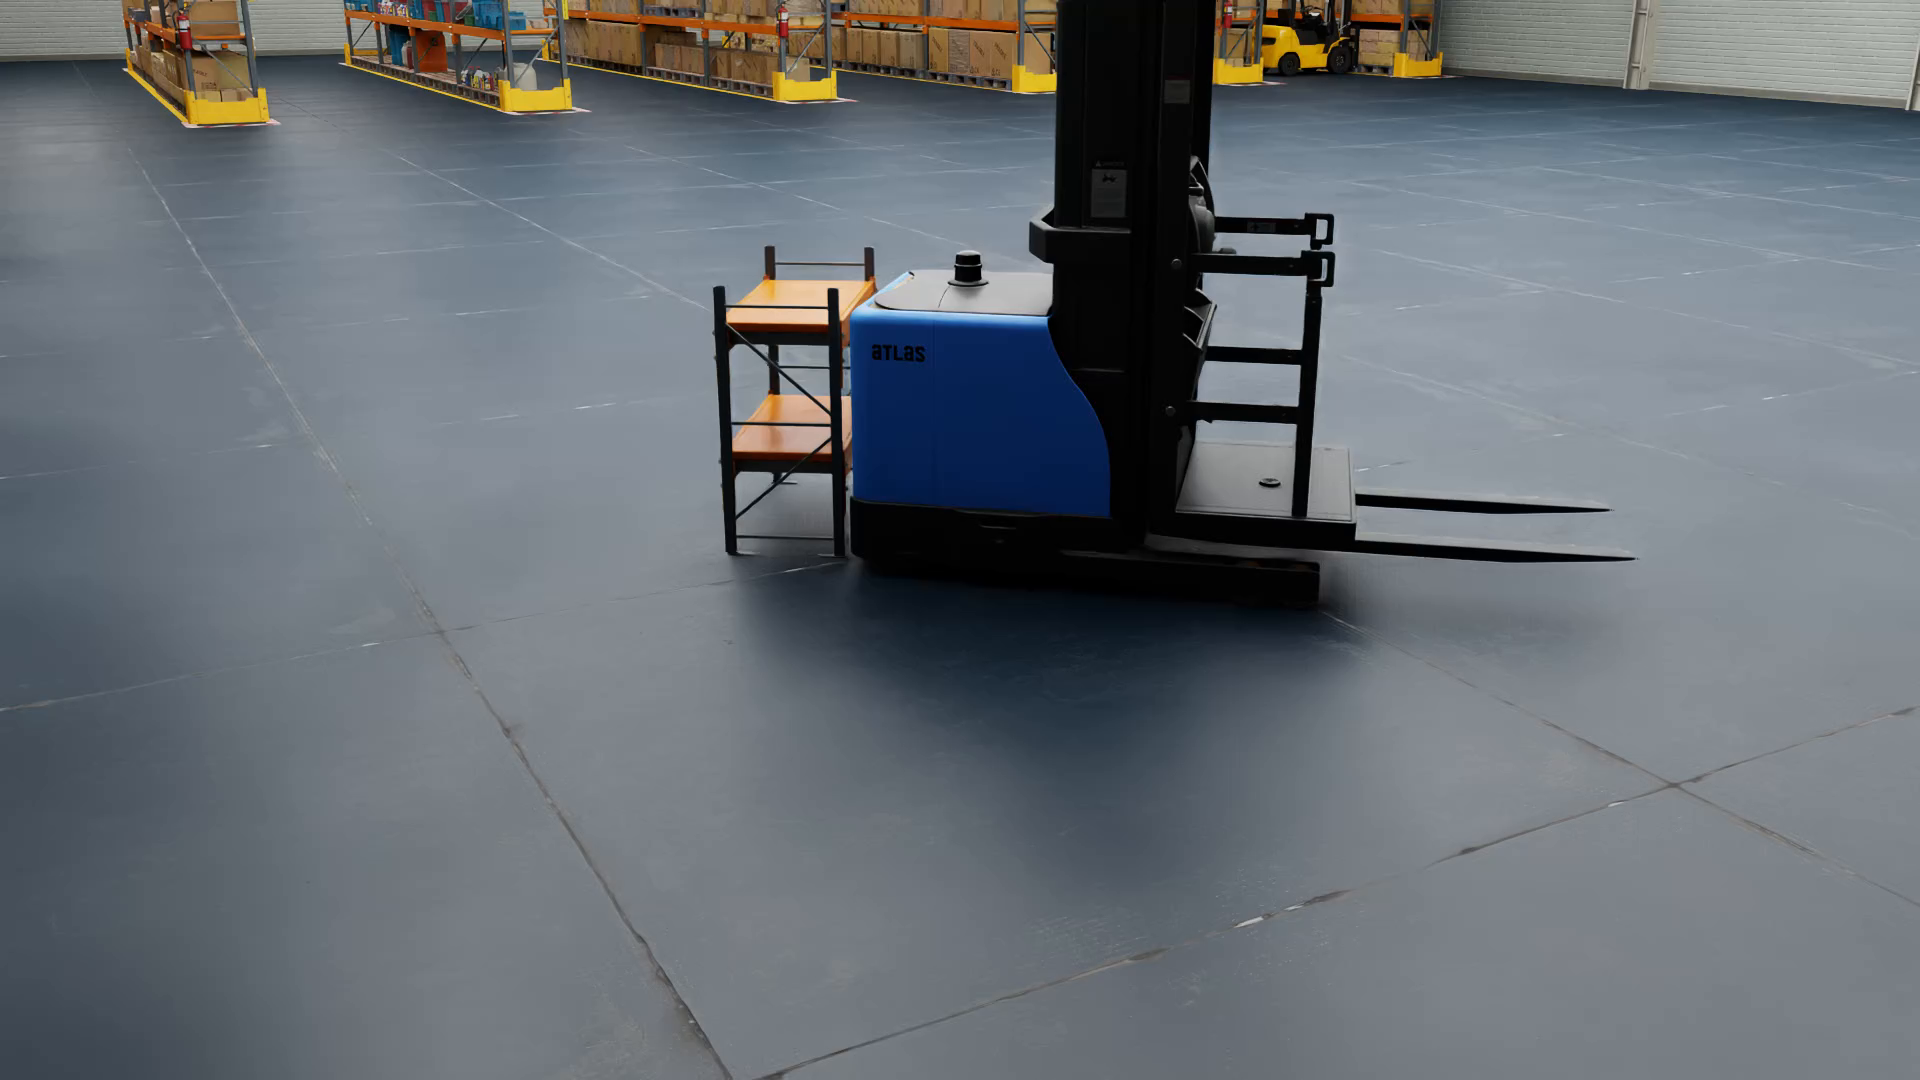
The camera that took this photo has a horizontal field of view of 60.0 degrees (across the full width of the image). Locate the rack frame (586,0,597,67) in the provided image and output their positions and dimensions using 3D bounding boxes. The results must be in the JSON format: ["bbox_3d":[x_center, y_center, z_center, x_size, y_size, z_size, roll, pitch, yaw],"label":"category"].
[{"bbox_3d":[-8.526,-12.999,40.204,1.000,3.000,0.127,-10,21,-27],"label":"rack frame"}]

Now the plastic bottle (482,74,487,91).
[{"bbox_3d":[-8.516,-8.201,29.789,0.061,0.283,0.133,-9,21,-25],"label":"plastic bottle"}]

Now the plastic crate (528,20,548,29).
[{"bbox_3d":[-7.328,-8.969,28.929,0.298,0.136,0.250,-10,21,-27],"label":"plastic crate"}]

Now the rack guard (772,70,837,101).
[{"bbox_3d":[-2.864,-8.394,30.692,1.175,0.500,0.348,-10,21,-27],"label":"rack guard"}]

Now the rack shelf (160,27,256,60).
[{"bbox_3d":[-12.497,-8.255,27.558,1.077,0.370,4.000,-10,21,-27],"label":"rack shelf"}]

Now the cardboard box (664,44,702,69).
[{"bbox_3d":[-6.016,-10.530,36.208,0.700,0.500,0.500,-12,22,-31],"label":"cardboard box"}]

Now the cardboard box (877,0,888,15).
[{"bbox_3d":[-1.520,-12.033,37.251,0.500,0.500,0.500,-10,22,-27],"label":"cardboard box"}]

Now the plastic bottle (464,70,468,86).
[{"bbox_3d":[-9.143,-8.608,30.979,0.152,0.276,0.135,-9,21,-25],"label":"plastic bottle"}]

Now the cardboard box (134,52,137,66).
[{"bbox_3d":[-18.122,-10.737,37.098,0.500,0.311,0.500,-10,21,-27],"label":"cardboard box"}]

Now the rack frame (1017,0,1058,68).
[{"bbox_3d":[1.585,-10.293,32.363,1.000,3.000,0.127,-10,21,-27],"label":"rack frame"}]

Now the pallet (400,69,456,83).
[{"bbox_3d":[-11.397,-9.985,35.745,1.003,0.211,1.213,-10,21,-27],"label":"pallet"}]

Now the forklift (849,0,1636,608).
[{"bbox_3d":[1.126,-1.313,6.444,3.031,2.935,1.130,4,19,11],"label":"forklift"}]

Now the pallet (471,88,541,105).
[{"bbox_3d":[-8.221,-8.067,30.186,1.003,0.211,1.213,-10,21,-27],"label":"pallet"}]

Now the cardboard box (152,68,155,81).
[{"bbox_3d":[-15.356,-9.020,32.245,0.500,0.250,0.500,-10,21,-27],"label":"cardboard box"}]

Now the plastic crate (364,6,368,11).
[{"bbox_3d":[-13.653,-12.410,38.826,0.437,0.125,0.590,-10,21,-27],"label":"plastic crate"}]

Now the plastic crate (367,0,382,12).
[{"bbox_3d":[-13.407,-12.334,38.209,0.392,0.384,0.575,-10,21,-27],"label":"plastic crate"}]

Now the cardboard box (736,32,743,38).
[{"bbox_3d":[-5.819,-13.663,44.943,0.380,0.149,0.250,-10,21,-27],"label":"cardboard box"}]

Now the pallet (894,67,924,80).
[{"bbox_3d":[-0.747,-10.333,36.754,1.003,0.211,1.213,-10,21,-27],"label":"pallet"}]

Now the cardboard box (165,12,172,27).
[{"bbox_3d":[-14.026,-9.329,29.776,0.396,0.266,0.258,-11,22,-28],"label":"cardboard box"}]

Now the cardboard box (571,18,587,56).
[{"bbox_3d":[-9.196,-12.653,41.816,0.875,0.875,0.875,-10,21,-27],"label":"cardboard box"}]

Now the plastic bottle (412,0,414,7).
[{"bbox_3d":[-12.200,-11.920,37.152,0.144,0.351,0.185,-10,21,-27],"label":"plastic bottle"}]

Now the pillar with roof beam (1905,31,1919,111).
[{"bbox_3d":[12.632,-10.923,24.990,9.100,9.000,0.400,-10,21,-27],"label":"pillar with roof beam"}]

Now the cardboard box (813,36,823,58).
[{"bbox_3d":[-3.265,-12.054,40.654,0.500,0.500,0.500,-11,22,-29],"label":"cardboard box"}]

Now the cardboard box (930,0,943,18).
[{"bbox_3d":[-0.128,-11.408,35.365,0.875,0.550,0.550,-10,21,-27],"label":"cardboard box"}]

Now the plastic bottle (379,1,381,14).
[{"bbox_3d":[-13.023,-11.967,37.392,0.061,0.283,0.133,-10,21,-27],"label":"plastic bottle"}]

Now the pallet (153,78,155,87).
[{"bbox_3d":[-15.668,-9.219,33.525,1.003,0.211,1.213,-10,21,-27],"label":"pallet"}]

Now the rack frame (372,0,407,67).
[{"bbox_3d":[-12.885,-12.232,37.981,1.000,3.000,0.127,-10,21,-27],"label":"rack frame"}]

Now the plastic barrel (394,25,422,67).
[{"bbox_3d":[-12.305,-11.076,37.205,0.600,0.901,0.708,-10,21,-27],"label":"plastic barrel"}]

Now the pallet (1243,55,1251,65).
[{"bbox_3d":[7.393,-12.245,42.295,1.003,0.211,1.213,-10,21,-27],"label":"pallet"}]

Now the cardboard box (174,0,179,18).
[{"bbox_3d":[-12.740,-8.795,27.867,0.700,0.500,0.500,-10,21,-26],"label":"cardboard box"}]

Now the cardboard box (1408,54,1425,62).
[{"bbox_3d":[10.199,-10.929,37.777,0.500,0.250,0.500,-10,21,-26],"label":"cardboard box"}]

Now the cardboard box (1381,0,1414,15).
[{"bbox_3d":[9.795,-12.007,37.176,0.500,0.500,0.500,-11,22,-28],"label":"cardboard box"}]

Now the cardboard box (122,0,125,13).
[{"bbox_3d":[-19.167,-12.493,38.584,0.500,0.500,0.500,-9,21,-26],"label":"cardboard box"}]

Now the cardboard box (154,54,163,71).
[{"bbox_3d":[-14.859,-8.989,31.295,0.500,0.311,0.500,-11,22,-28],"label":"cardboard box"}]

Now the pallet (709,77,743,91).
[{"bbox_3d":[-4.377,-9.197,33.460,1.003,0.211,1.213,-10,21,-27],"label":"pallet"}]

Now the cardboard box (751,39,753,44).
[{"bbox_3d":[-5.479,-13.392,44.614,0.380,0.149,0.250,-11,22,-29],"label":"cardboard box"}]

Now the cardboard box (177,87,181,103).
[{"bbox_3d":[-12.549,-7.313,27.296,0.500,0.250,0.500,-10,21,-27],"label":"cardboard box"}]

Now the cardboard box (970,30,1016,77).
[{"bbox_3d":[0.785,-9.924,33.907,0.875,0.875,0.875,-10,22,-28],"label":"cardboard box"}]

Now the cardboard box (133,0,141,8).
[{"bbox_3d":[-16.836,-11.353,34.637,0.700,0.500,0.500,-6,20,-18],"label":"cardboard box"}]

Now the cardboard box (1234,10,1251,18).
[{"bbox_3d":[5.915,-11.100,35.086,0.380,0.149,0.250,-10,21,-26],"label":"cardboard box"}]

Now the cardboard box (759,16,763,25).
[{"bbox_3d":[-3.532,-9.695,31.014,0.380,0.149,0.250,-10,21,-27],"label":"cardboard box"}]

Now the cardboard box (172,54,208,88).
[{"bbox_3d":[-12.552,-7.667,27.173,0.500,0.500,0.500,-10,21,-27],"label":"cardboard box"}]

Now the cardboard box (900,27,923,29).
[{"bbox_3d":[-1.303,-14.496,47.825,0.875,0.438,0.875,-11,22,-28],"label":"cardboard box"}]

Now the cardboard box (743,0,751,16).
[{"bbox_3d":[-3.607,-10.179,31.423,0.875,0.500,0.500,-10,21,-27],"label":"cardboard box"}]

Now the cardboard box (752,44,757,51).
[{"bbox_3d":[-5.299,-13.095,44.210,0.380,0.149,0.250,-10,21,-27],"label":"cardboard box"}]

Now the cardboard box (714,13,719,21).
[{"bbox_3d":[-4.639,-10.334,32.866,0.380,0.149,0.250,-10,21,-27],"label":"cardboard box"}]

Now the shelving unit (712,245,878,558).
[{"bbox_3d":[-0.683,-0.634,7.244,0.538,1.125,1.048,2,19,5],"label":"shelving unit"}]

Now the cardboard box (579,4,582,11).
[{"bbox_3d":[-9.082,-12.991,40.566,0.380,0.149,0.250,-10,21,-26],"label":"cardboard box"}]

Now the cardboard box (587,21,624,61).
[{"bbox_3d":[-8.205,-12.012,39.959,1.225,0.875,0.875,-10,21,-26],"label":"cardboard box"}]

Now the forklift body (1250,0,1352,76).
[{"bbox_3d":[7.754,-11.720,37.798,2.313,2.155,1.214,-10,21,-27],"label":"forklift body"}]
